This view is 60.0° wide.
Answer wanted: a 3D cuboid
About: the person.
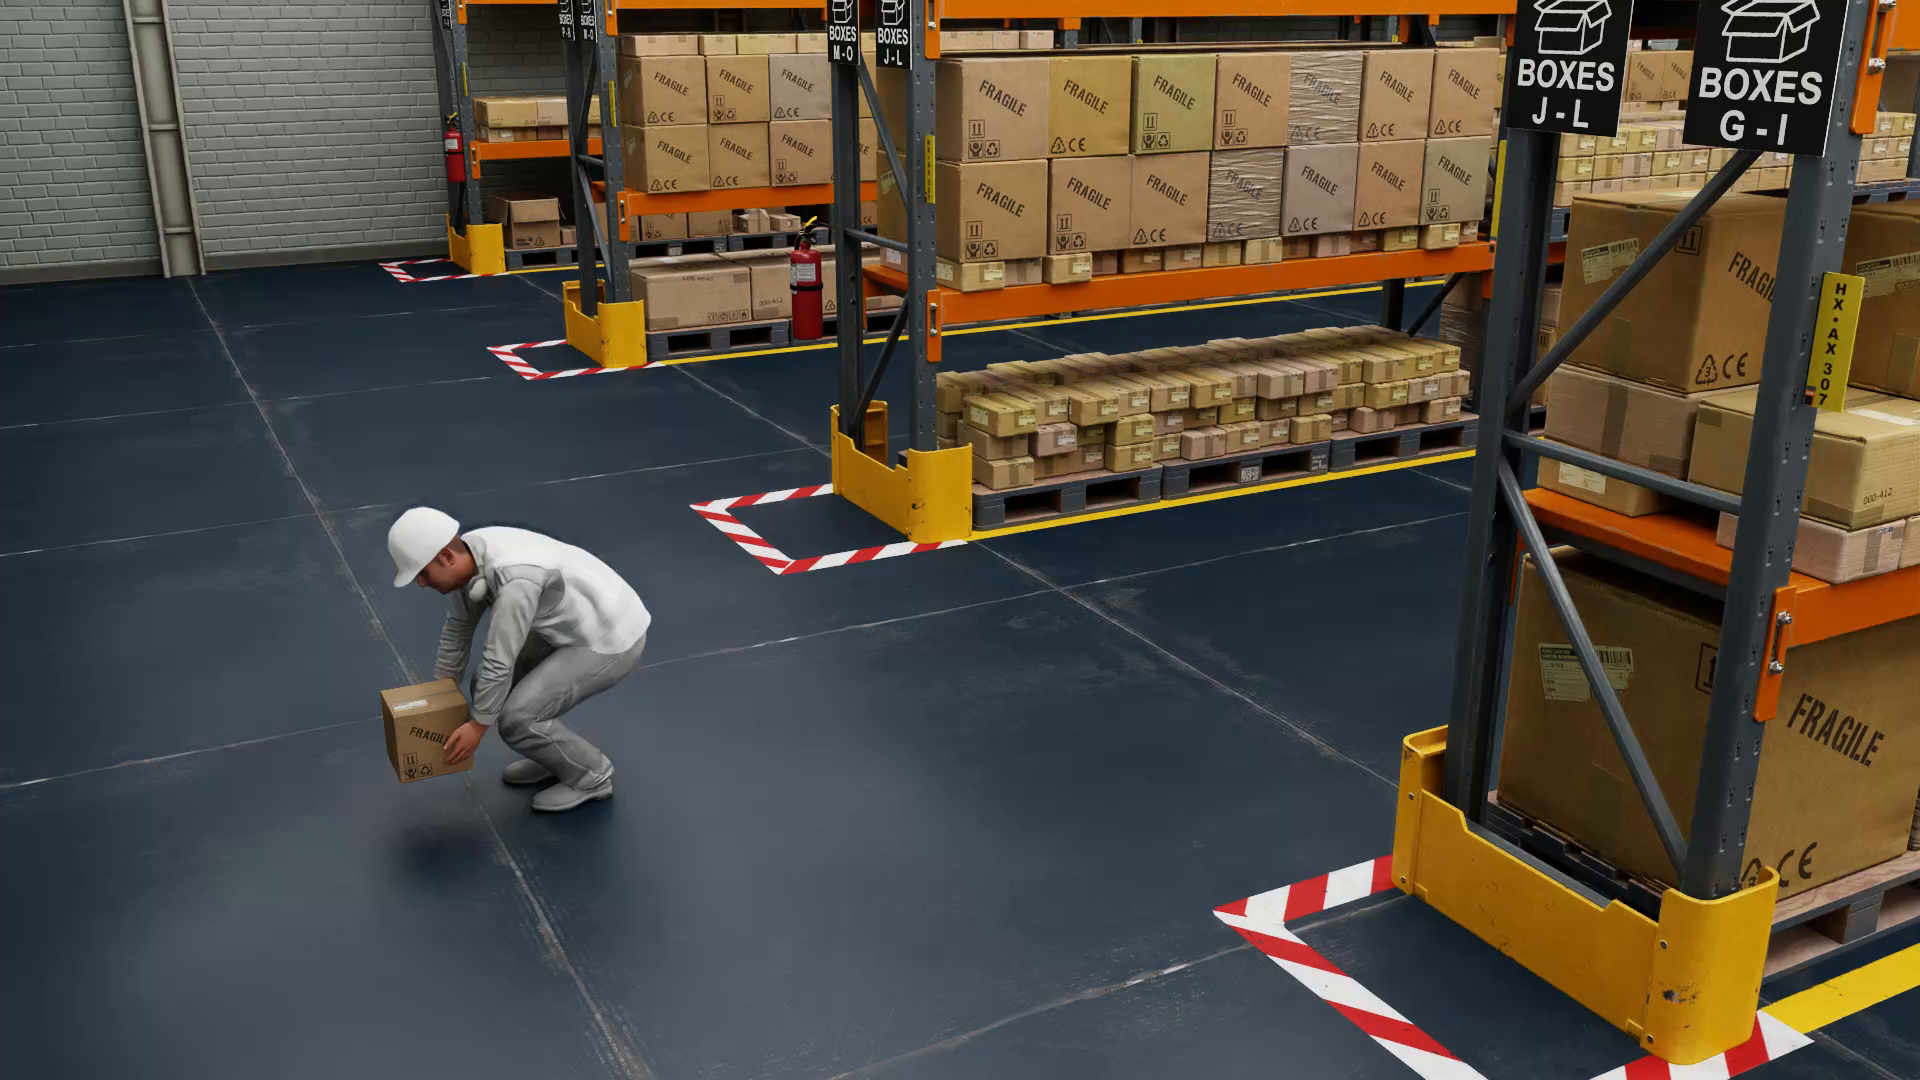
[{"bbox_3d":[-1.519,0.388,5.847,0.862,1.147,0.560,-10,21,-27],"label":"person"}]
